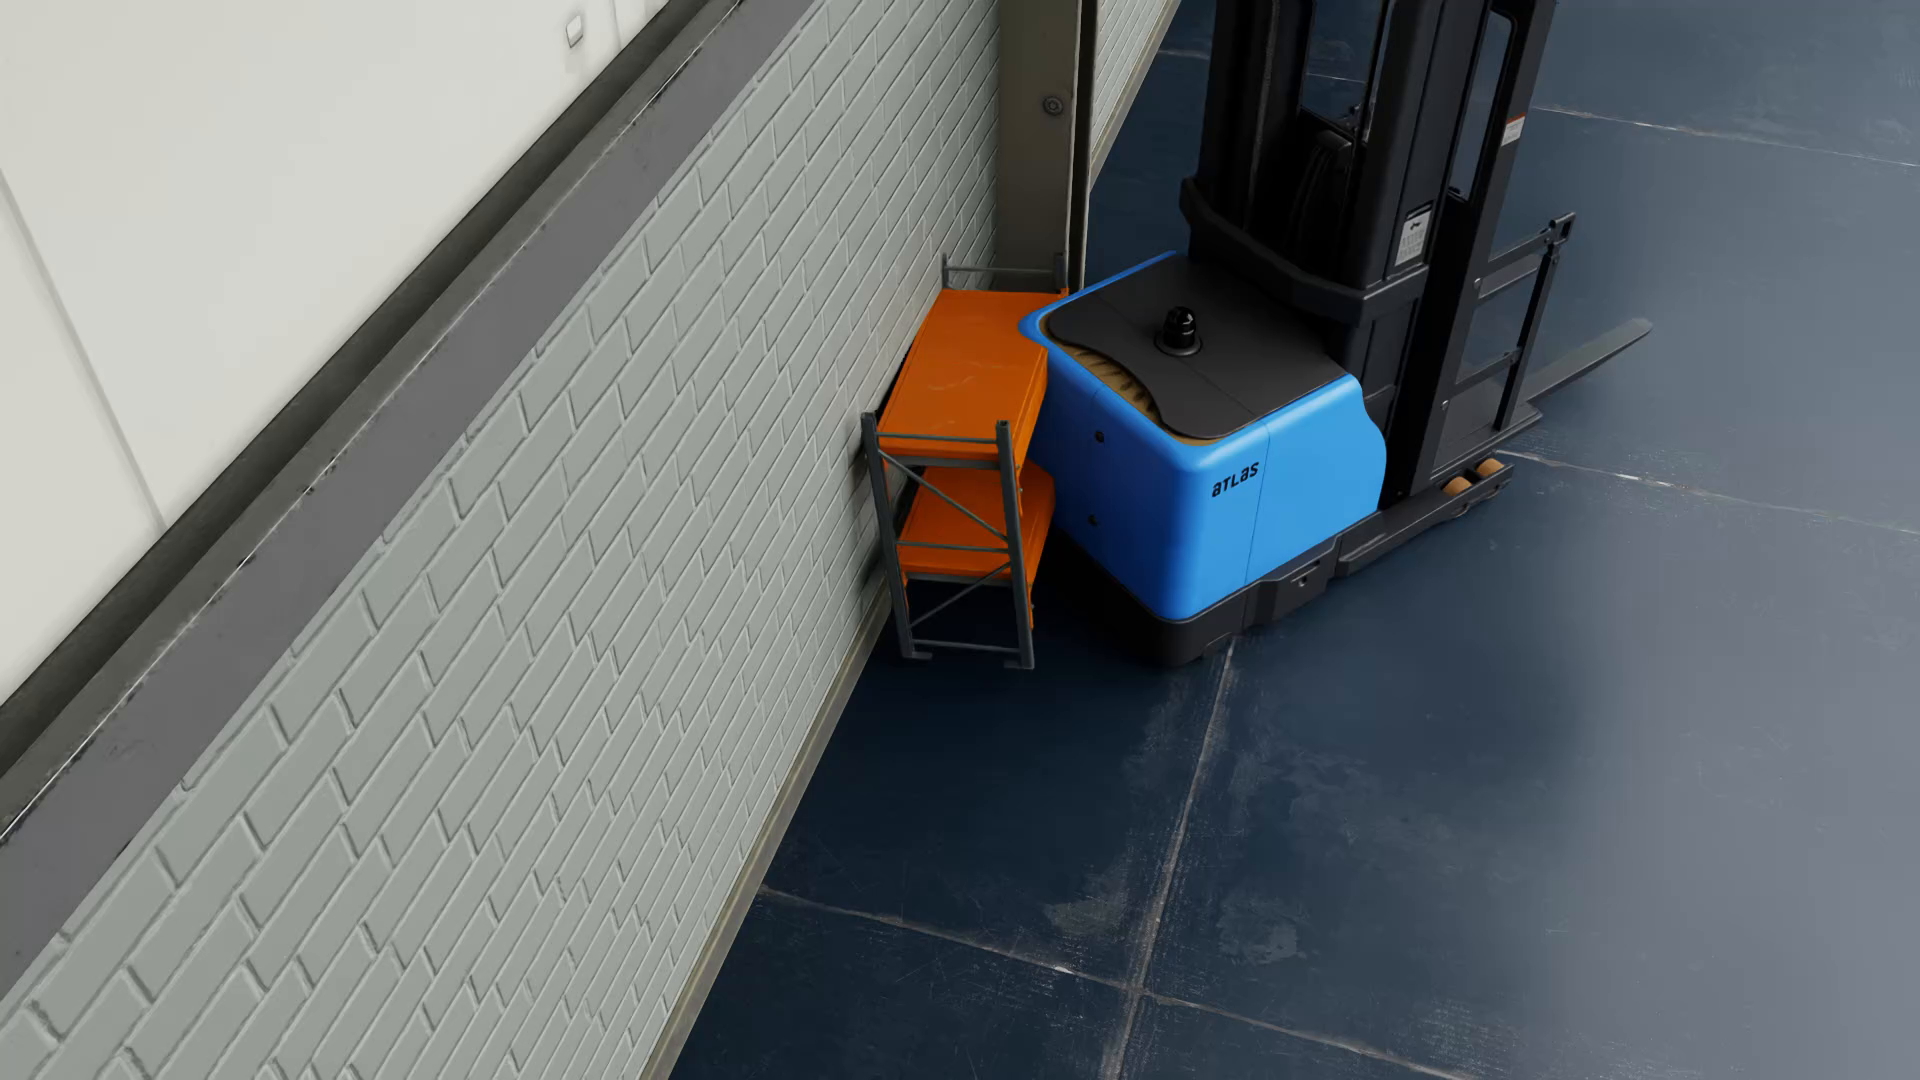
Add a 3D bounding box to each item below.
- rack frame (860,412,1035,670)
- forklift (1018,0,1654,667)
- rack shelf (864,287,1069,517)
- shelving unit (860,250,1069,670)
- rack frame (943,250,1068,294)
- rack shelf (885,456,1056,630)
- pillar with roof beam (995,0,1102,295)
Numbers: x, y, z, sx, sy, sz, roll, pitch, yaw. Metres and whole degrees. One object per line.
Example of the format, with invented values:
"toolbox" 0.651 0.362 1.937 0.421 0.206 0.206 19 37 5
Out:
"rack frame" -0.028 0.027 5.793 0.500 1.125 0.032 4 42 14
"forklift" 1.674 -1.414 6.100 3.031 2.935 1.130 -27 50 -25
"rack shelf" 0.057 -0.528 5.966 0.538 0.278 1.000 4 42 14
"shelving unit" 0.086 -0.309 6.158 0.538 1.125 1.048 4 42 14
"rack frame" 0.200 -0.644 6.523 0.500 1.125 0.032 4 42 14
"rack shelf" 0.111 -0.126 6.319 0.538 0.278 1.000 4 42 14
"pillar with roof beam" 4.452 -3.122 3.506 9.100 9.000 0.400 13 46 13
